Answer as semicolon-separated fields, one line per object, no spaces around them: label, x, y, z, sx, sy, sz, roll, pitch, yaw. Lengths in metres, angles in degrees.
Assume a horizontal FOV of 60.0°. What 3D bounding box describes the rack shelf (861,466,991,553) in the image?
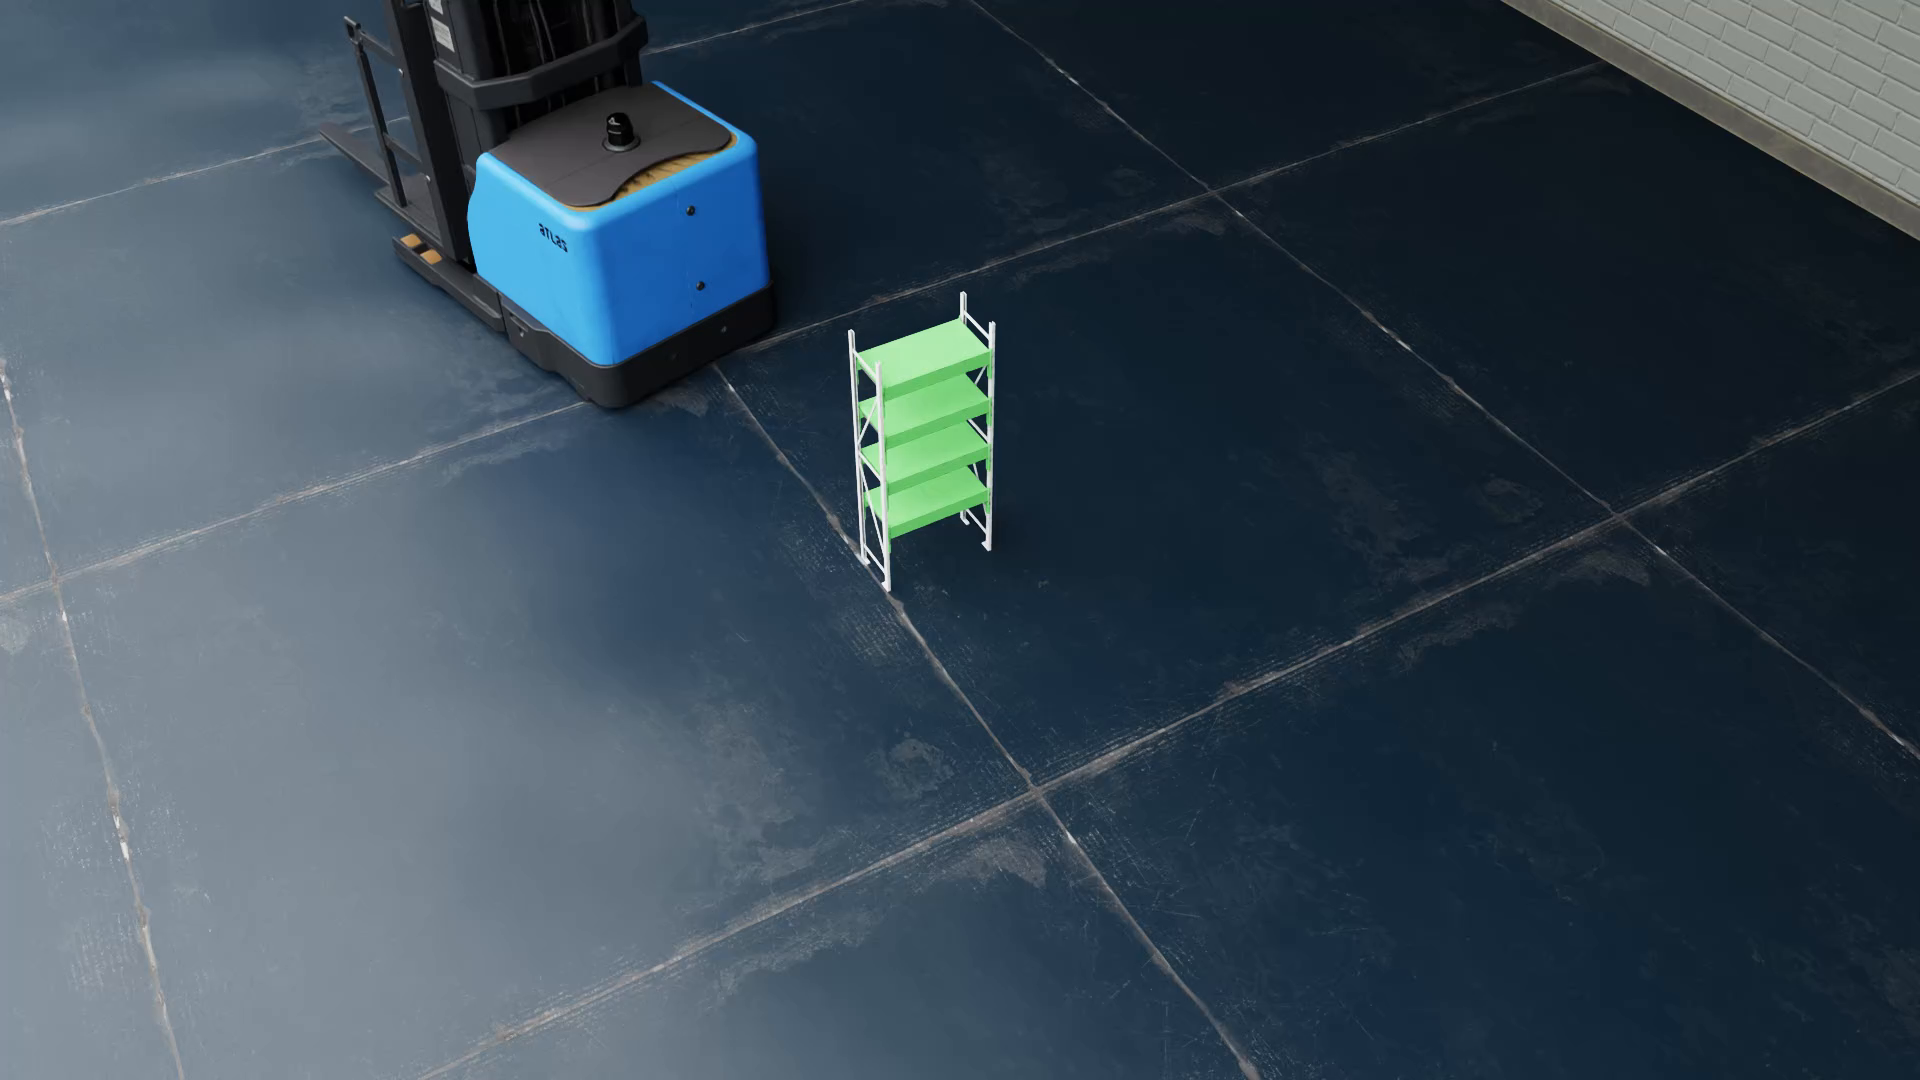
rack shelf;-0.144;-0.155;6.914;0.480;0.148;0.258;-22;48;-21

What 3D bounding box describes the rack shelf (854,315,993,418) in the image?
rack shelf;-0.144;-0.672;6.413;0.480;0.148;0.258;-22;48;-21

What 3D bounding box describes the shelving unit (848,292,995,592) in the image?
shelving unit;-0.144;-0.373;6.702;0.503;1.200;0.258;-22;48;-21

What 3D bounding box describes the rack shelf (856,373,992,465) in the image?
rack shelf;-0.144;-0.500;6.580;0.480;0.148;0.258;-22;48;-21

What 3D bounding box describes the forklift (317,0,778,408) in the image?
forklift;-2.283;-2.594;7.748;1.130;2.935;3.031;-34;53;-30

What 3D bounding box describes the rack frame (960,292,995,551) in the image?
rack frame;0.068;-0.458;6.790;0.015;1.200;0.240;-22;48;-21

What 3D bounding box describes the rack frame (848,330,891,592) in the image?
rack frame;-0.355;-0.288;6.615;0.015;1.200;0.240;-22;48;-21

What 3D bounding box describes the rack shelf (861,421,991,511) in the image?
rack shelf;-0.144;-0.327;6.747;0.480;0.148;0.258;-22;48;-21
